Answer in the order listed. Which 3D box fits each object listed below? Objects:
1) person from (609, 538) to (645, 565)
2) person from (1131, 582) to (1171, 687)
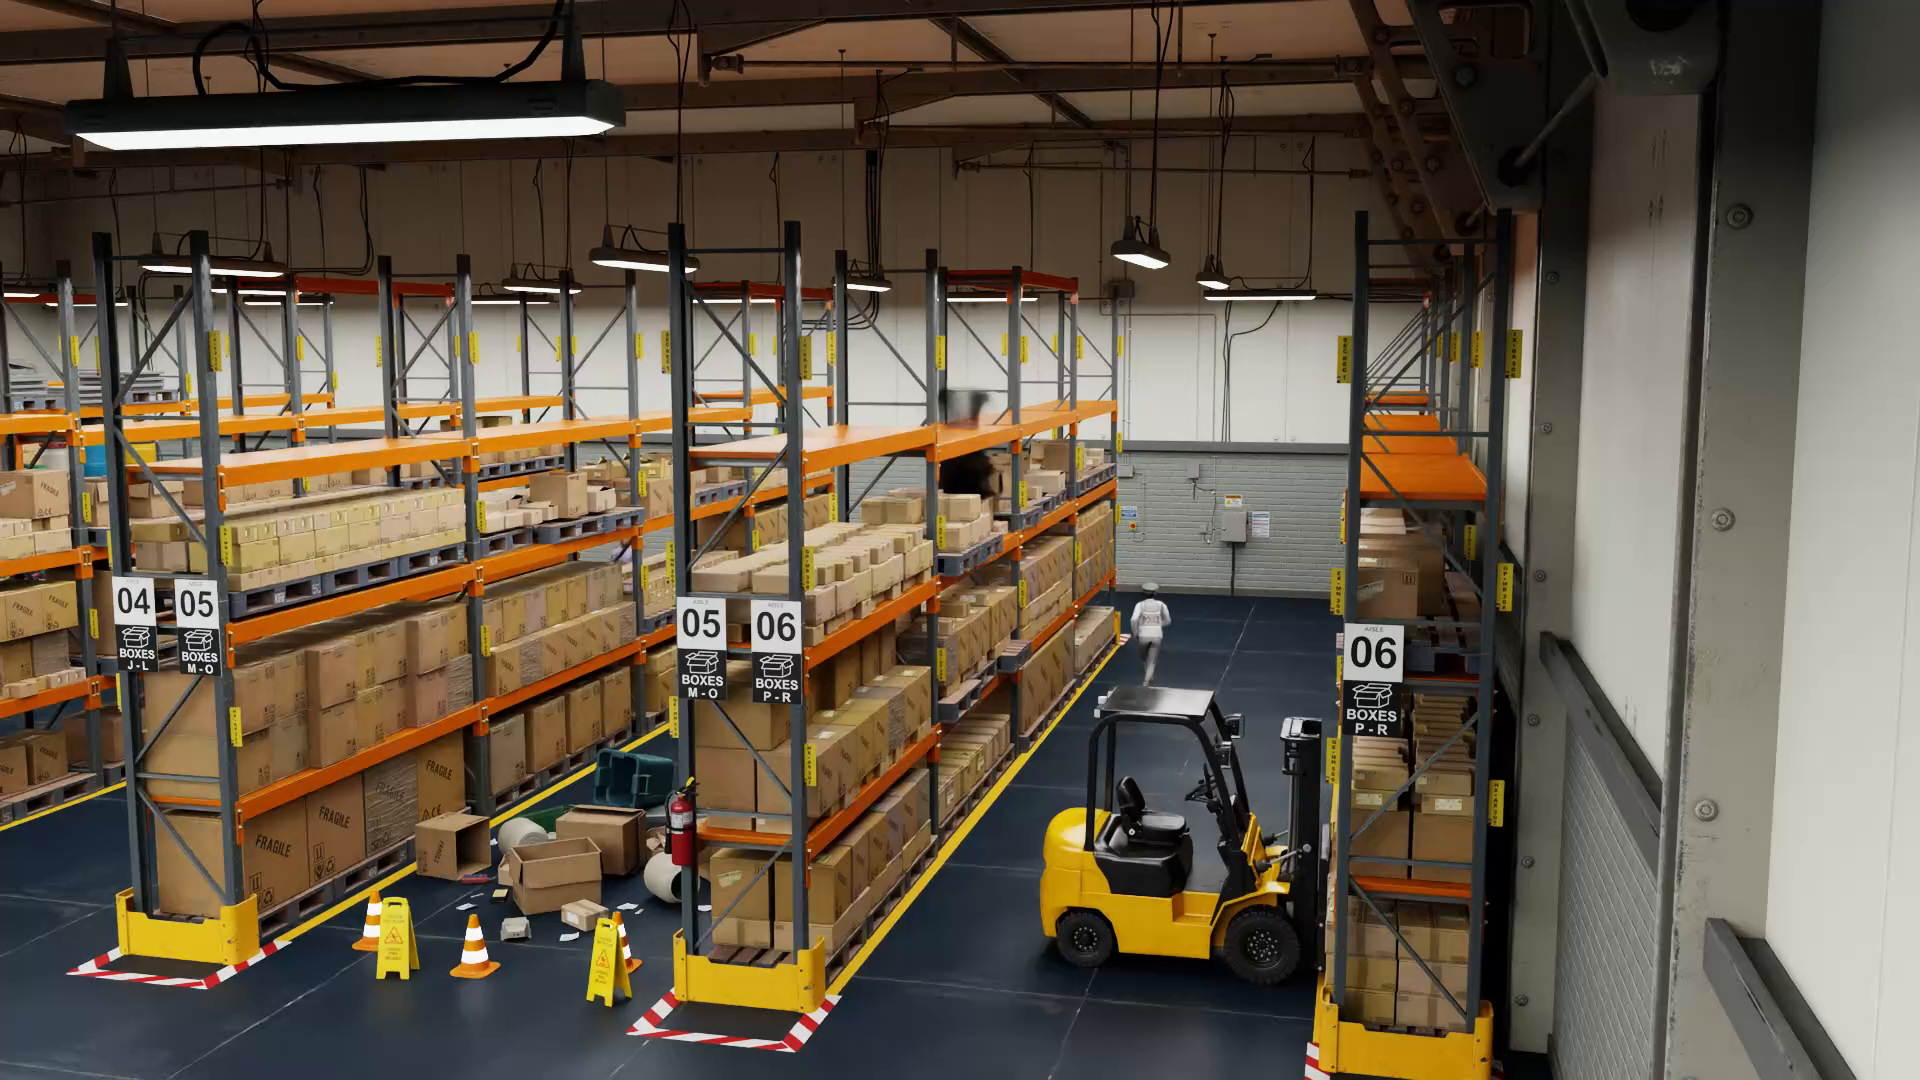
[{"bbox_3d":[-6.065,0.675,30.312,0.646,1.611,0.861,-1,7,-7],"label":"person"},{"bbox_3d":[2.724,1.463,23.729,0.584,1.661,0.792,1,7,5],"label":"person"}]
